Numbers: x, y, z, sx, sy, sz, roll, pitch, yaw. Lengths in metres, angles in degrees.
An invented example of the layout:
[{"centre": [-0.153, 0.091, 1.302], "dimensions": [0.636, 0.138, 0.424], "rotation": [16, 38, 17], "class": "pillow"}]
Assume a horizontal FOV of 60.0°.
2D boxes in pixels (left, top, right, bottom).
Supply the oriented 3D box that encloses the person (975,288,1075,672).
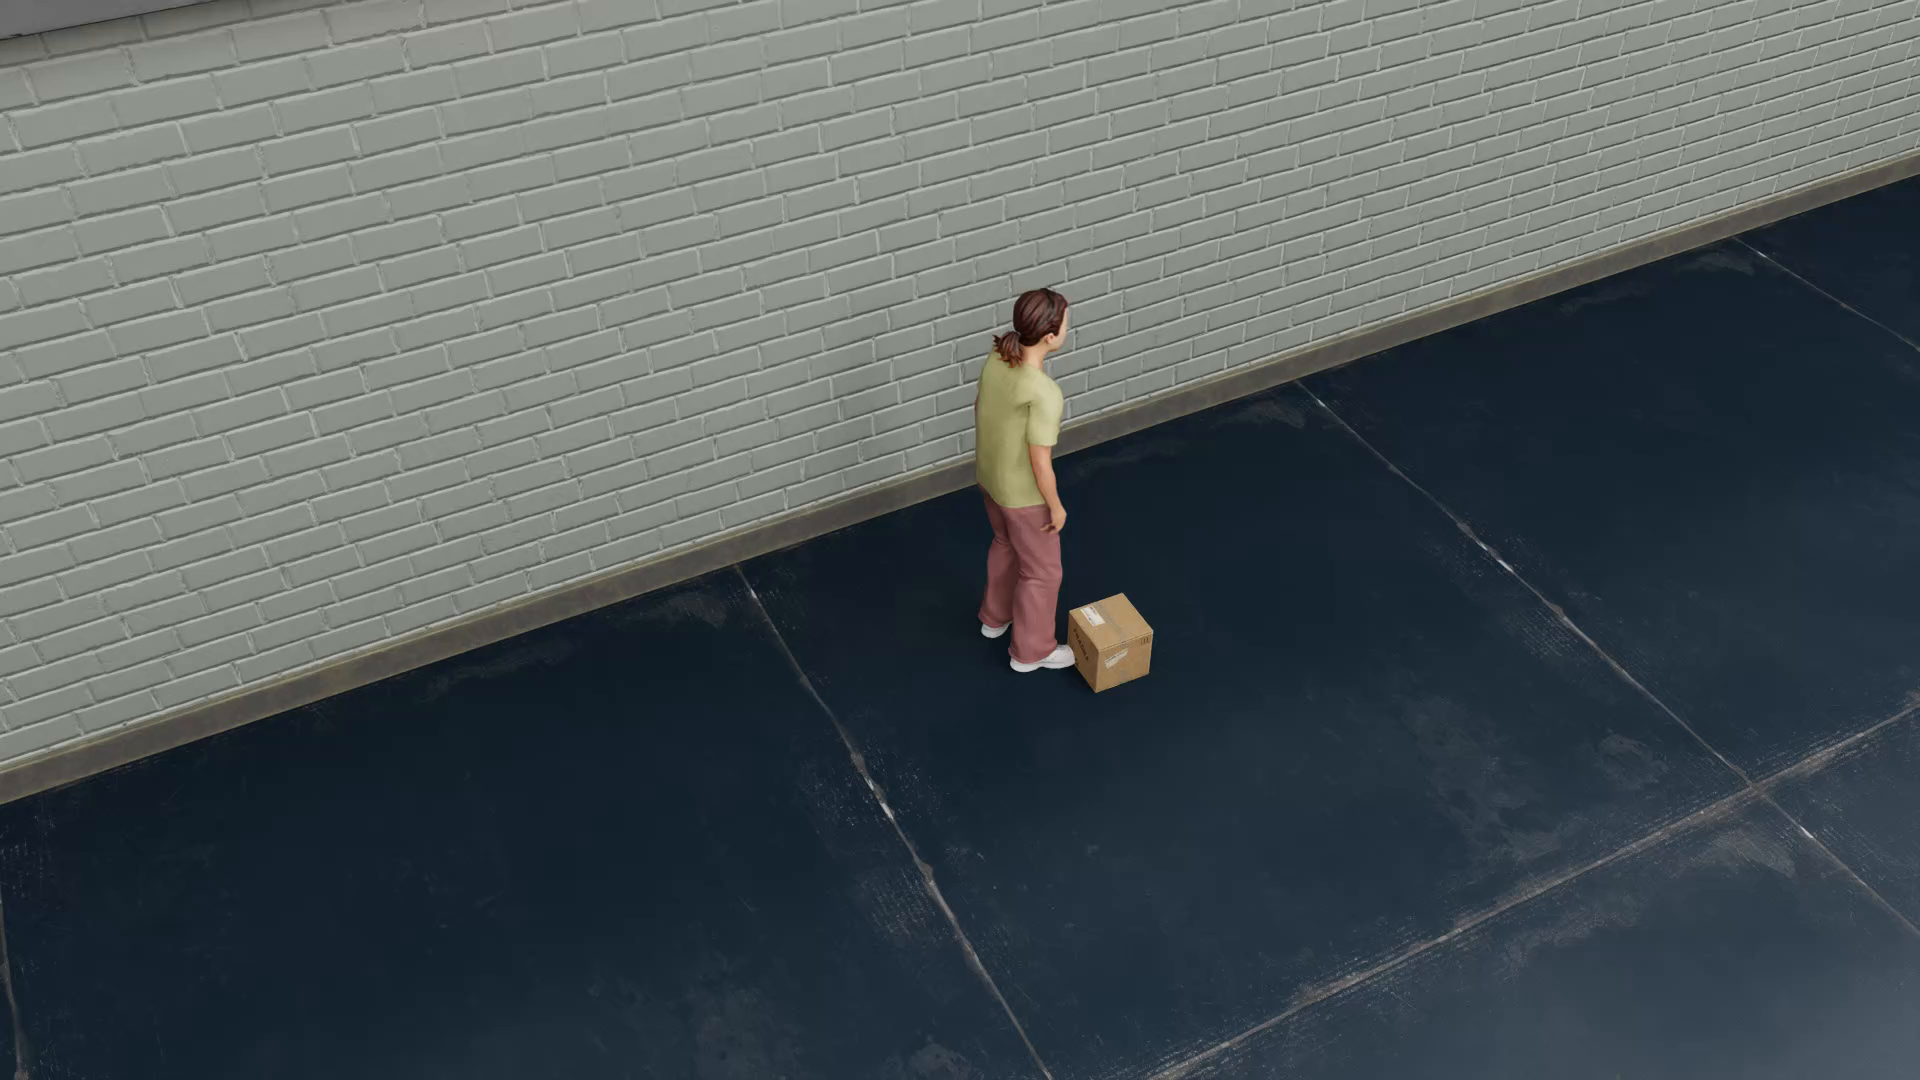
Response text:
[{"centre": [0.248, -0.221, 6.411], "dimensions": [0.352, 1.672, 0.510], "rotation": [-20, 45, -21], "class": "person"}]
